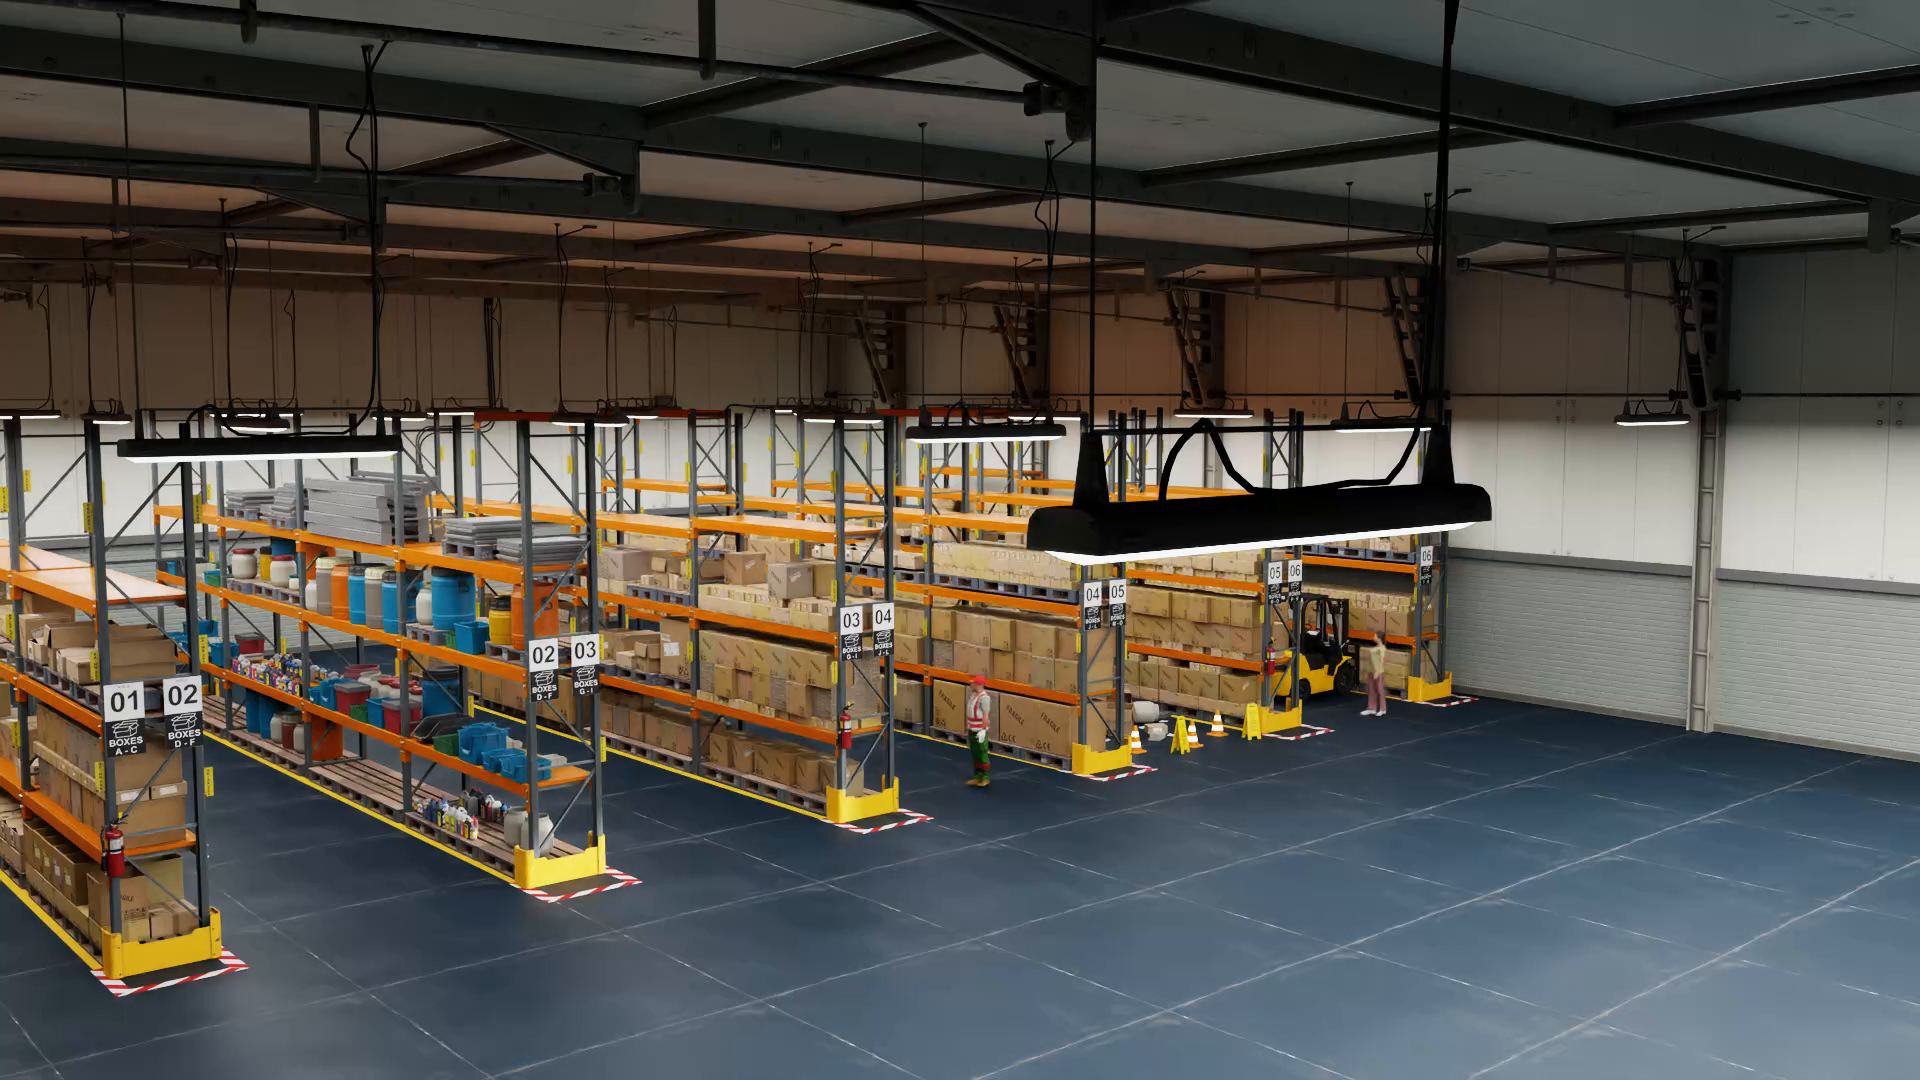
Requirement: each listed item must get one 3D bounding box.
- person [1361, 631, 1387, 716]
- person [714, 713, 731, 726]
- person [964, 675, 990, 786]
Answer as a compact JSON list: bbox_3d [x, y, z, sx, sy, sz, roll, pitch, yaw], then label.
[{"bbox_3d":[8.213,2.624,32.776,0.426,1.673,0.456,-3,6,-31],"label":"person"},{"bbox_3d":[-4.578,2.675,31.826,0.586,1.805,0.671,-1,5,-8],"label":"person"},{"bbox_3d":[0.301,3.081,26.878,0.356,1.810,0.616,-3,6,-29],"label":"person"}]
